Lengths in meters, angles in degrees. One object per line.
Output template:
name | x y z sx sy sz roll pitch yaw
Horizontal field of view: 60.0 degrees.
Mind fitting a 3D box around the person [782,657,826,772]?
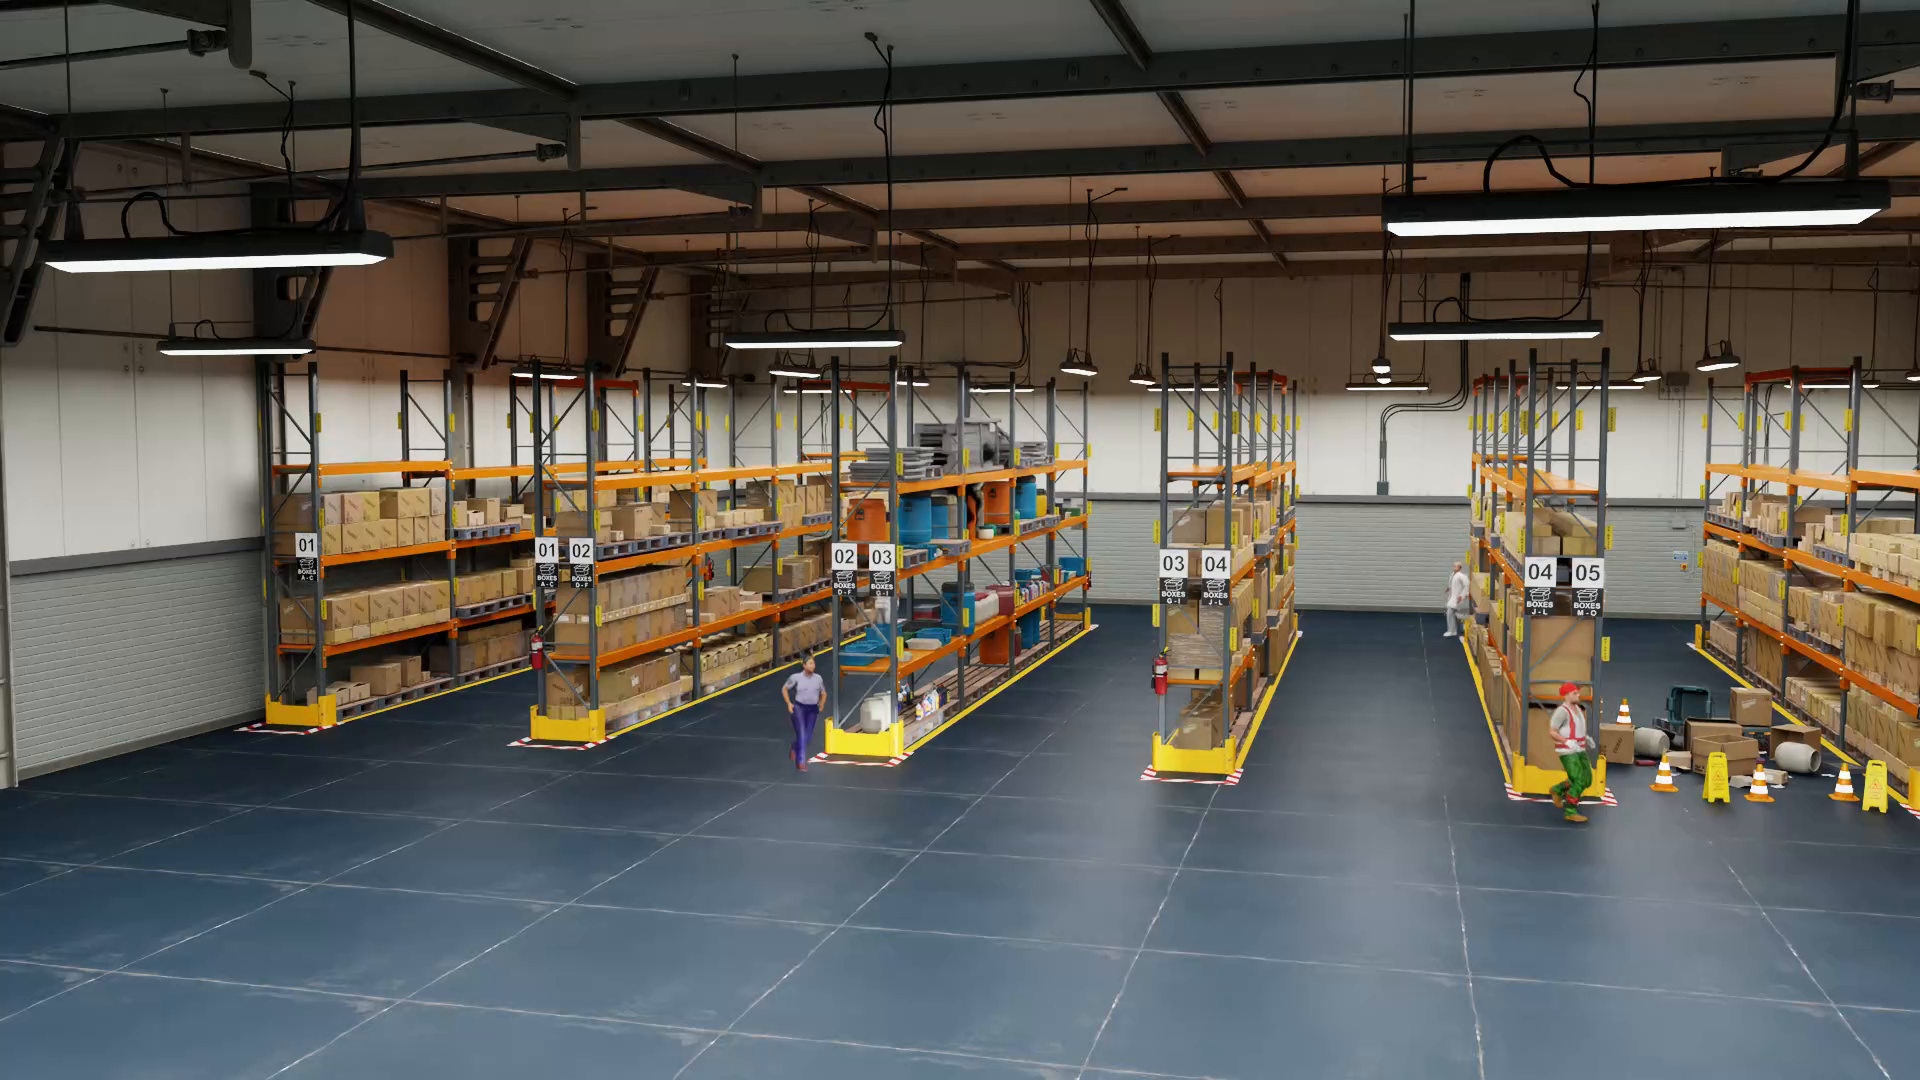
person | -2.260 2.509 24.223 0.649 1.627 0.709 -2 5 -30

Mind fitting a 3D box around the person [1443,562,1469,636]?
person | 11.728 1.389 39.183 0.717 1.758 0.749 0 4 -4

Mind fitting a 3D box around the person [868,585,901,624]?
person | -1.600 1.448 34.979 0.658 1.821 0.790 0 4 5

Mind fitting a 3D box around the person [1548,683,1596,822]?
person | 7.664 2.660 20.947 0.663 1.738 0.620 -3 5 -40
